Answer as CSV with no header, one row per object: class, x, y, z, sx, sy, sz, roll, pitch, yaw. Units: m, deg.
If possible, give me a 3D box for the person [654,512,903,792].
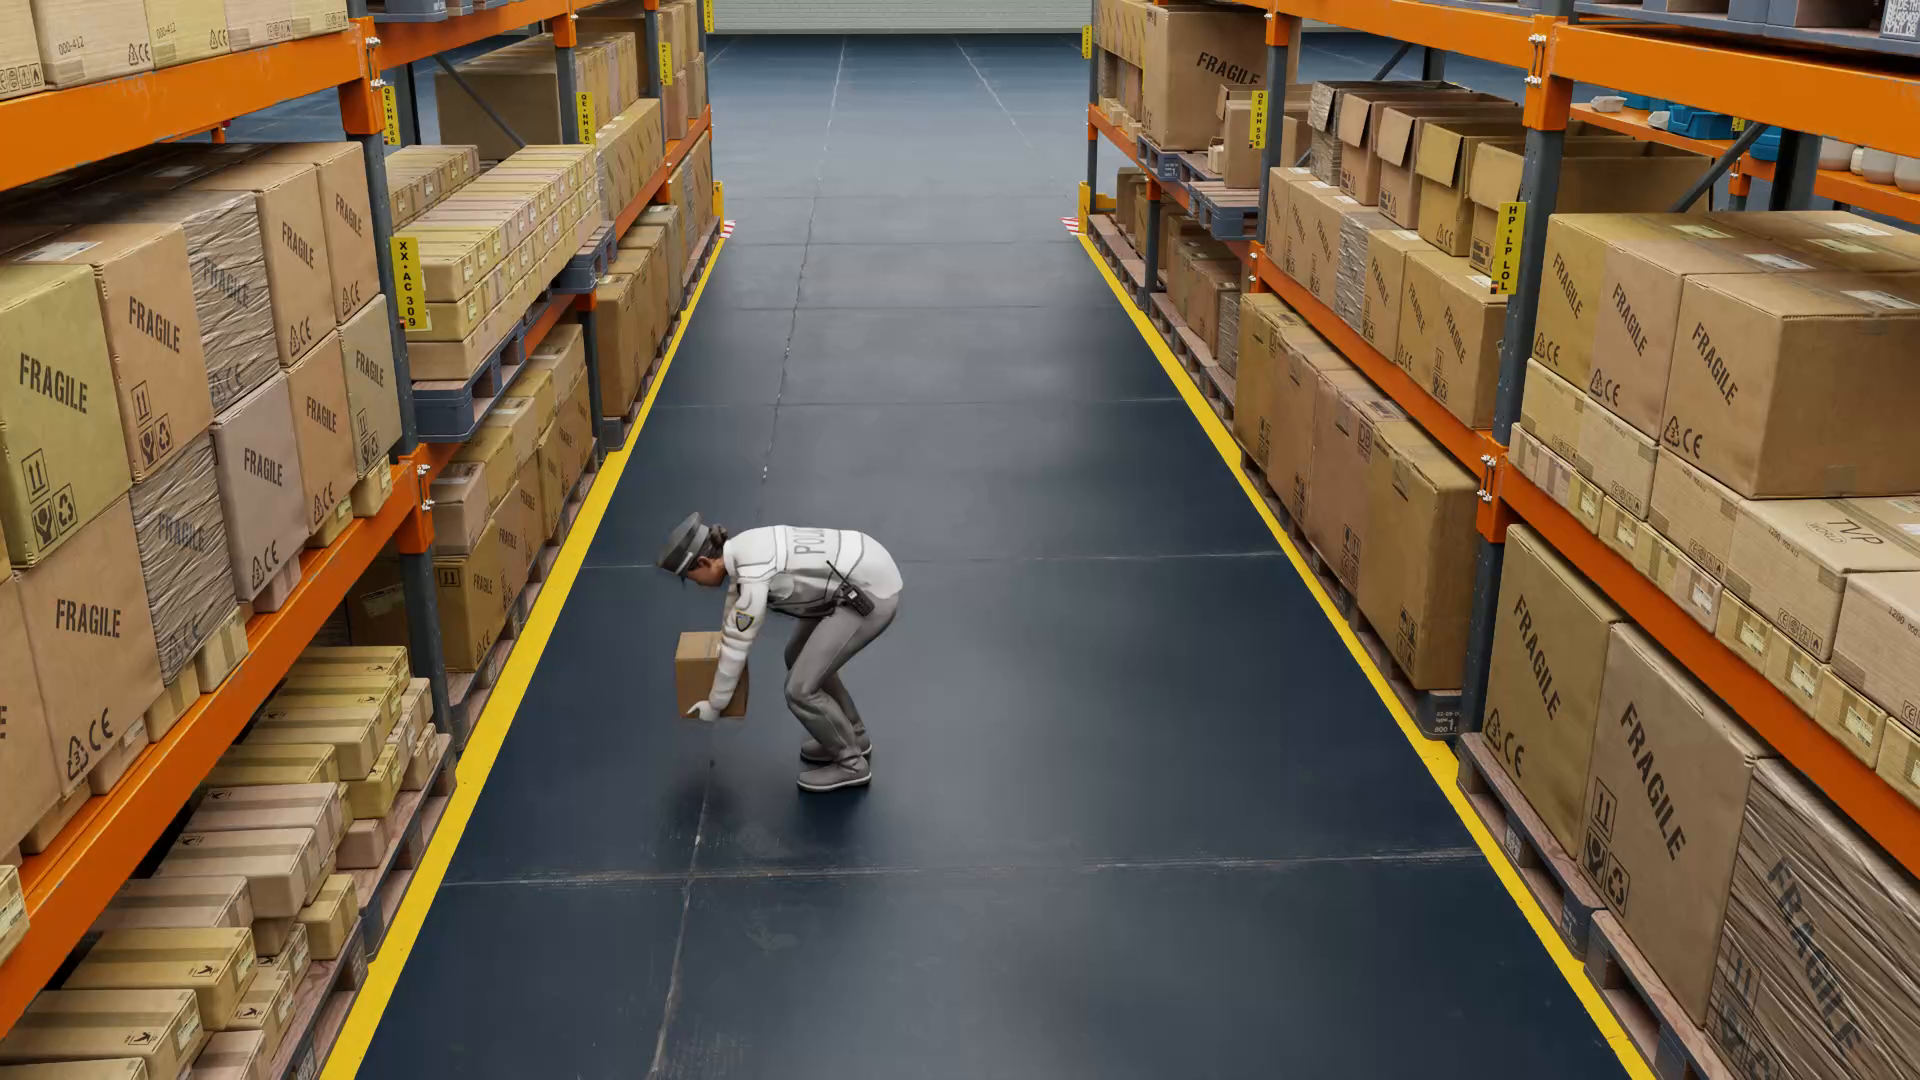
person,-0.675,0.404,6.330,0.920,1.084,0.451,-2,21,-6
